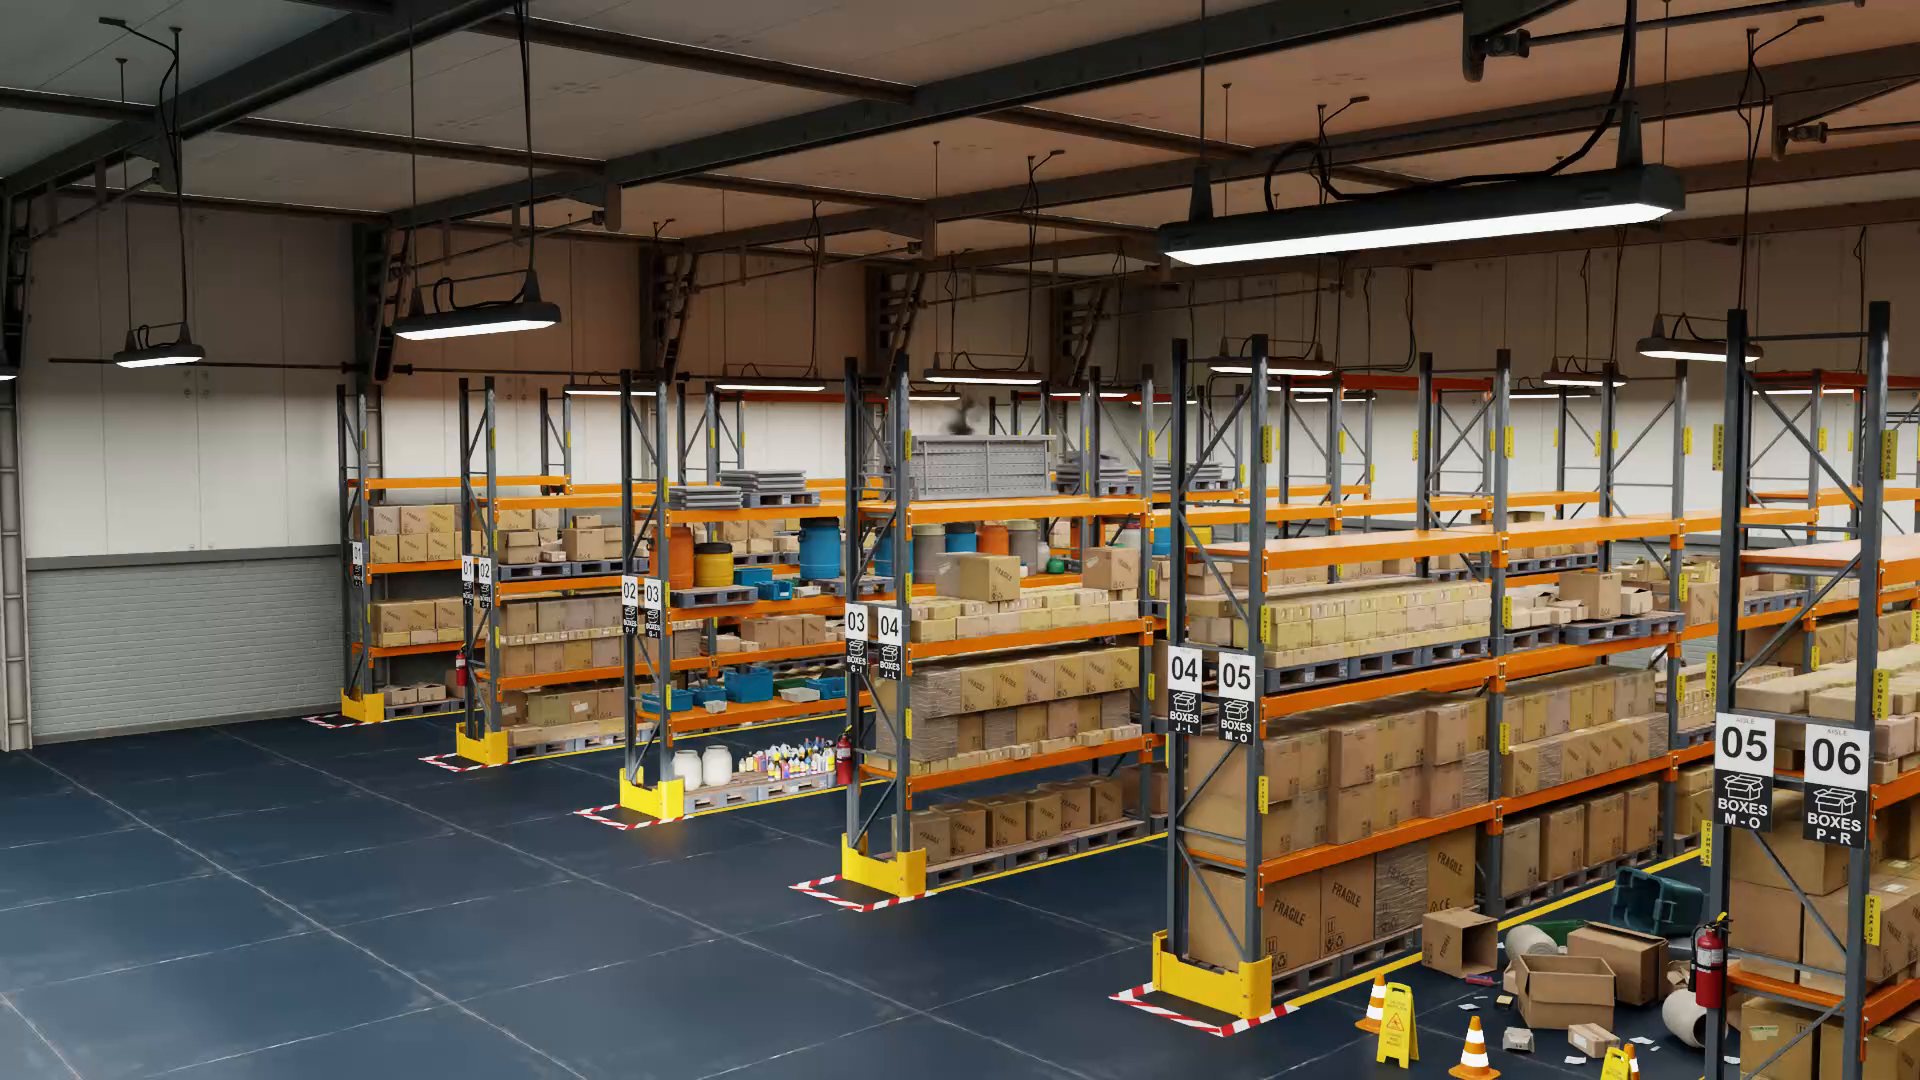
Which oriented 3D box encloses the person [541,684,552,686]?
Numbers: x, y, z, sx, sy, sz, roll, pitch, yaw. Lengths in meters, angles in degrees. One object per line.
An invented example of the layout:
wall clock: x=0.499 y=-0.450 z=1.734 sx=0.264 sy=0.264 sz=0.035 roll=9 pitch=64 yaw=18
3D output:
person: x=-7.064 y=2.383 z=28.863 sx=0.658 sy=1.779 sz=0.928 roll=3 pitch=5 yaw=37

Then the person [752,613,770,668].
person: x=-3.788 y=2.230 z=32.331 sx=0.565 sy=1.619 sz=0.630 roll=3 pitch=5 yaw=41

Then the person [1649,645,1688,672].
person: x=12.470 y=2.440 z=29.130 sx=0.599 sy=1.691 sz=0.661 roll=-1 pitch=4 yaw=-12
